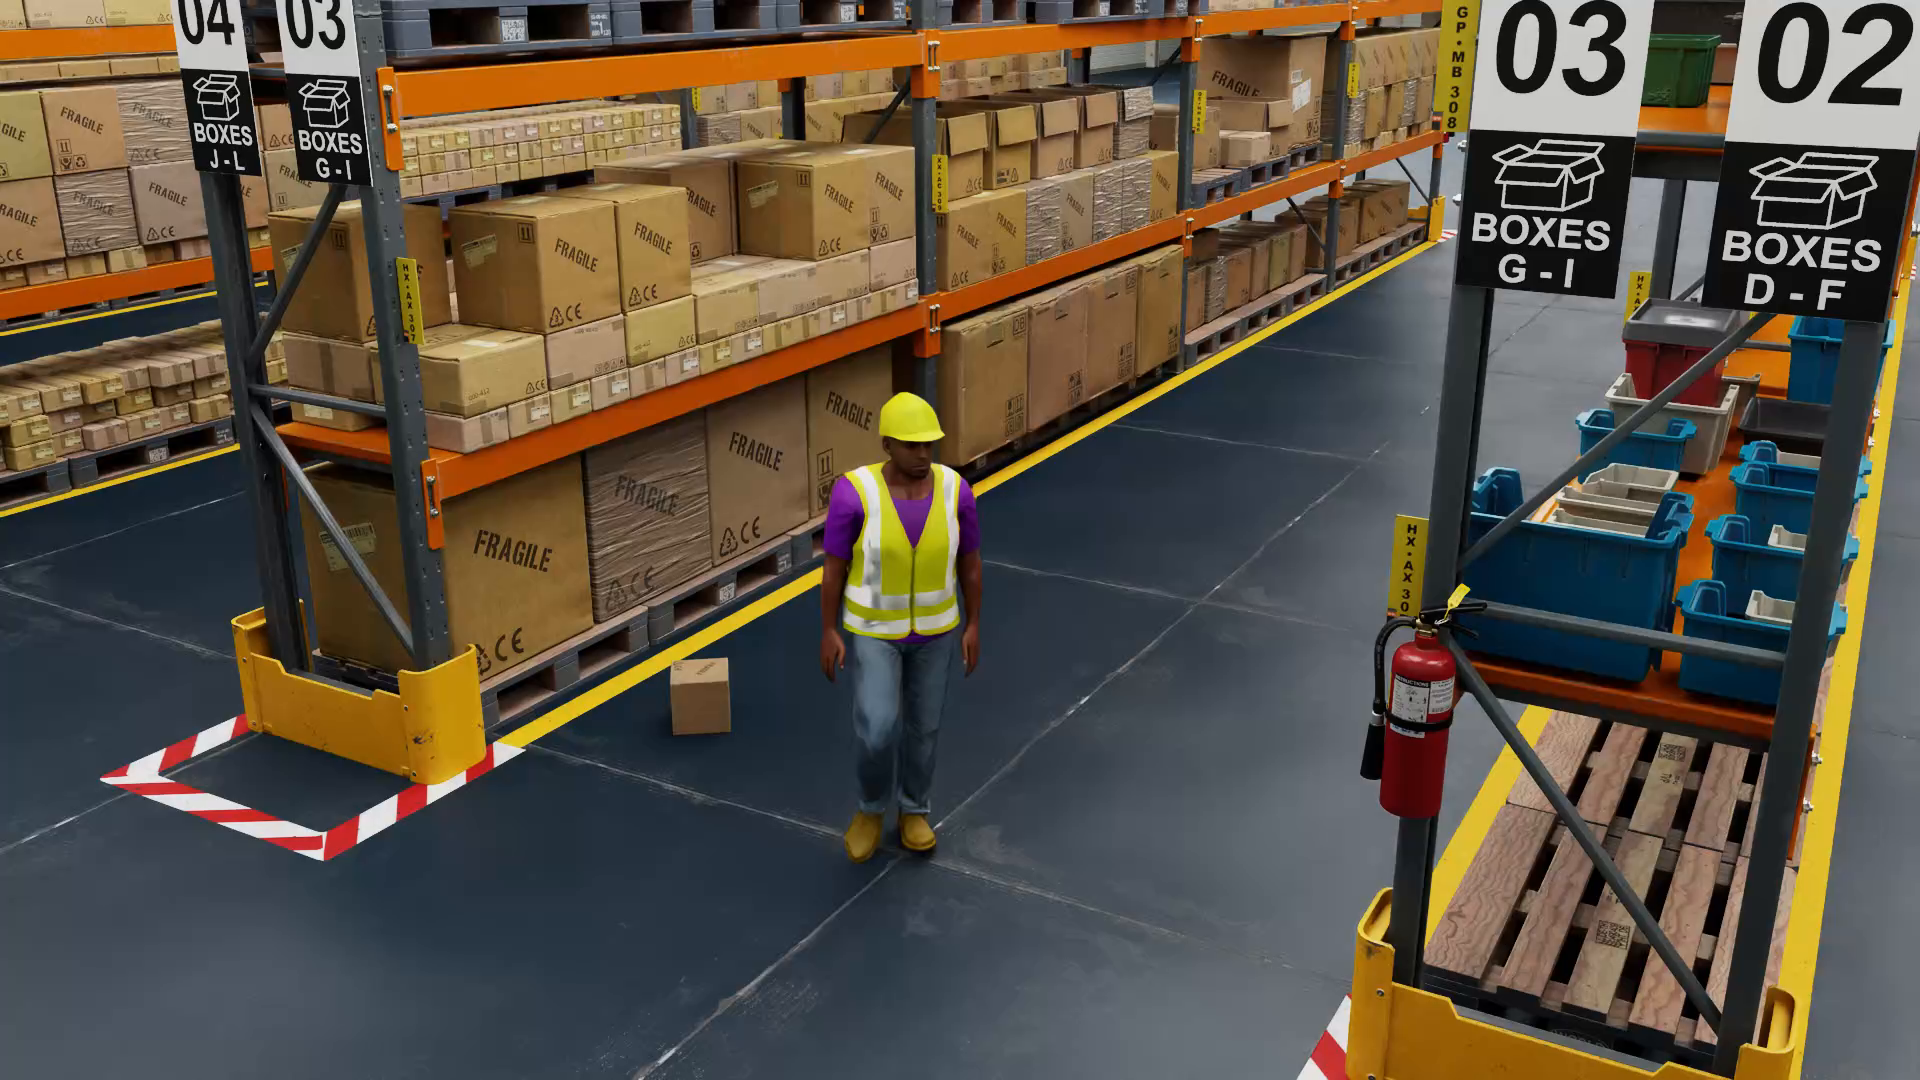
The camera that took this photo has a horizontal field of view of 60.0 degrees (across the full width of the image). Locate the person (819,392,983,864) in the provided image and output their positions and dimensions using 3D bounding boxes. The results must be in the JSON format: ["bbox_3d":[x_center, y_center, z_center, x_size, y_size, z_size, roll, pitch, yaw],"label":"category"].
[{"bbox_3d":[-0.201,0.341,6.014,0.614,1.783,0.448,-7,20,-18],"label":"person"}]
